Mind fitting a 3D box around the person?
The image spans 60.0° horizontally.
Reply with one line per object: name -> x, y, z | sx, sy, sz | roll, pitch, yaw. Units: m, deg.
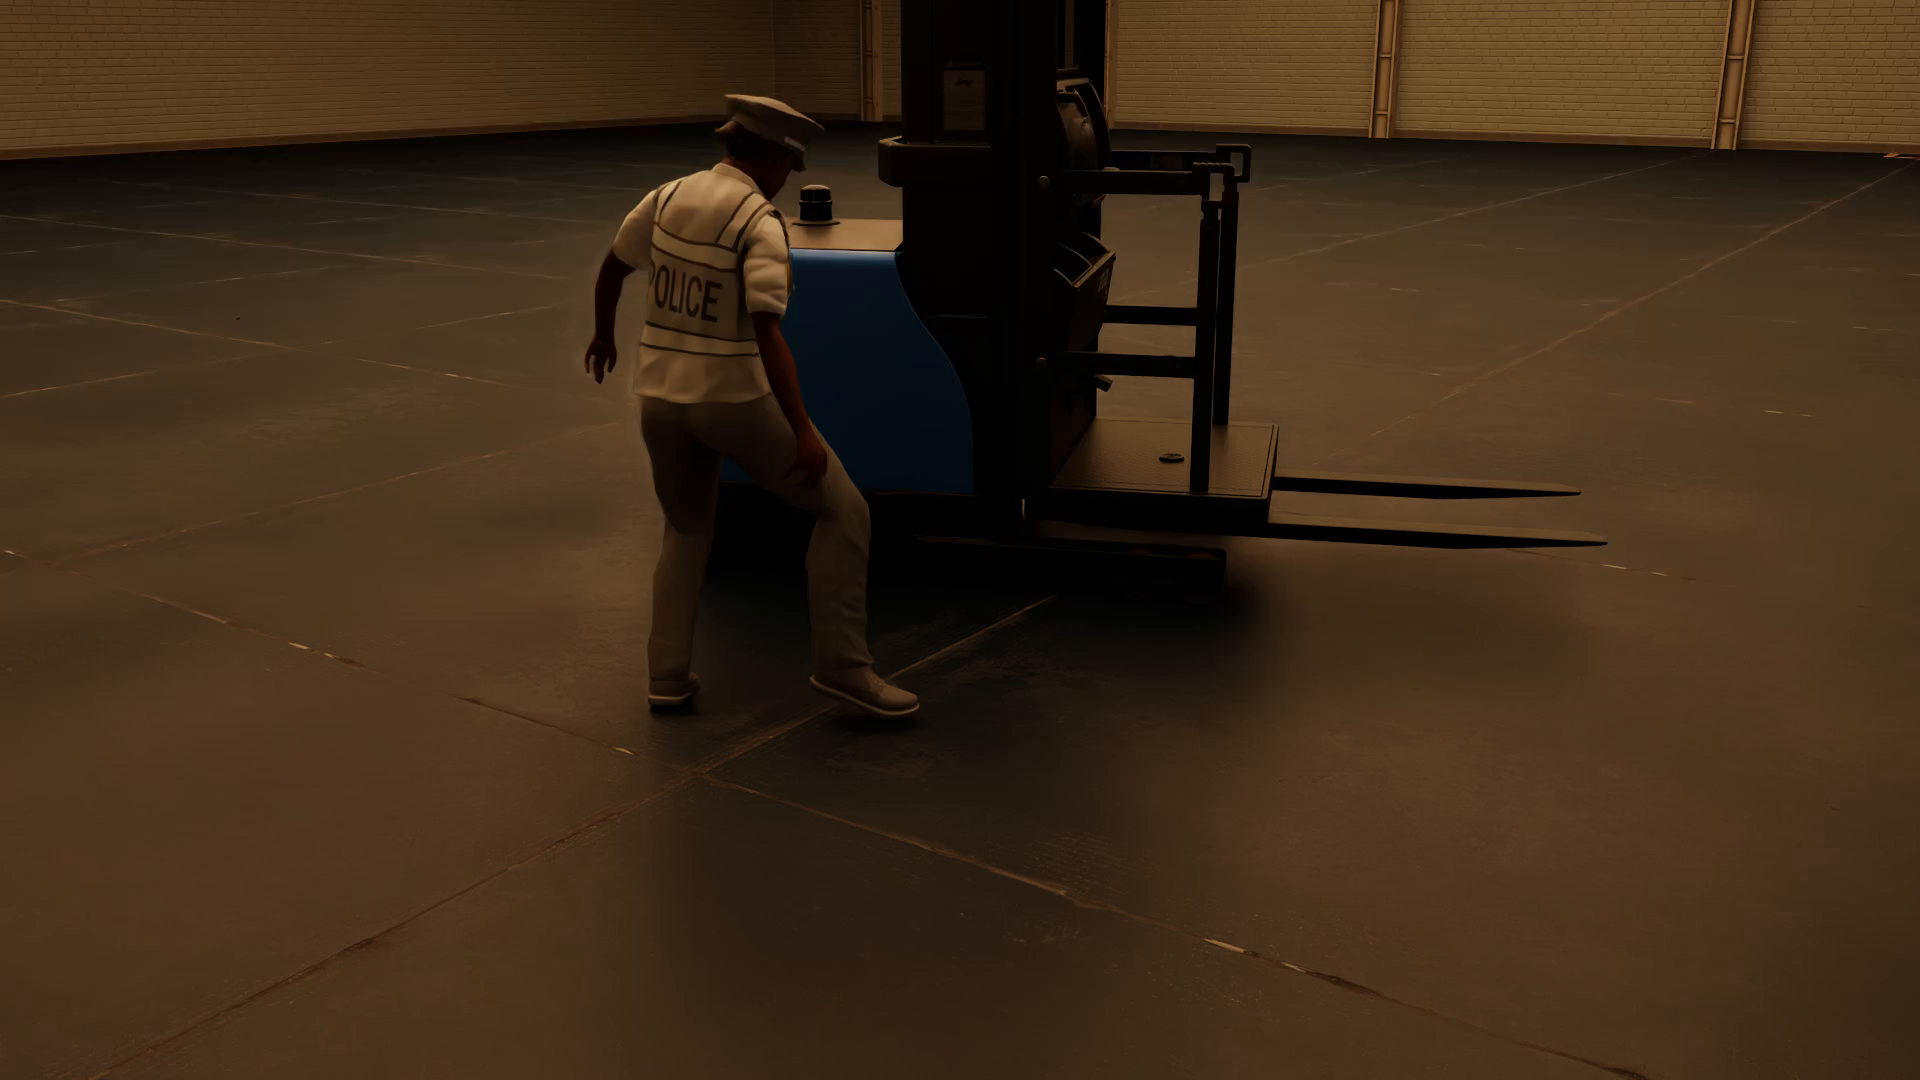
person -> -0.596, -0.330, 4.349 | 1.067, 1.610, 0.514 | 11, 20, 32

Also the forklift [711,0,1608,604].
forklift -> 0.595, -1.367, 5.404 | 3.031, 2.935, 1.130 | 4, 17, 12
